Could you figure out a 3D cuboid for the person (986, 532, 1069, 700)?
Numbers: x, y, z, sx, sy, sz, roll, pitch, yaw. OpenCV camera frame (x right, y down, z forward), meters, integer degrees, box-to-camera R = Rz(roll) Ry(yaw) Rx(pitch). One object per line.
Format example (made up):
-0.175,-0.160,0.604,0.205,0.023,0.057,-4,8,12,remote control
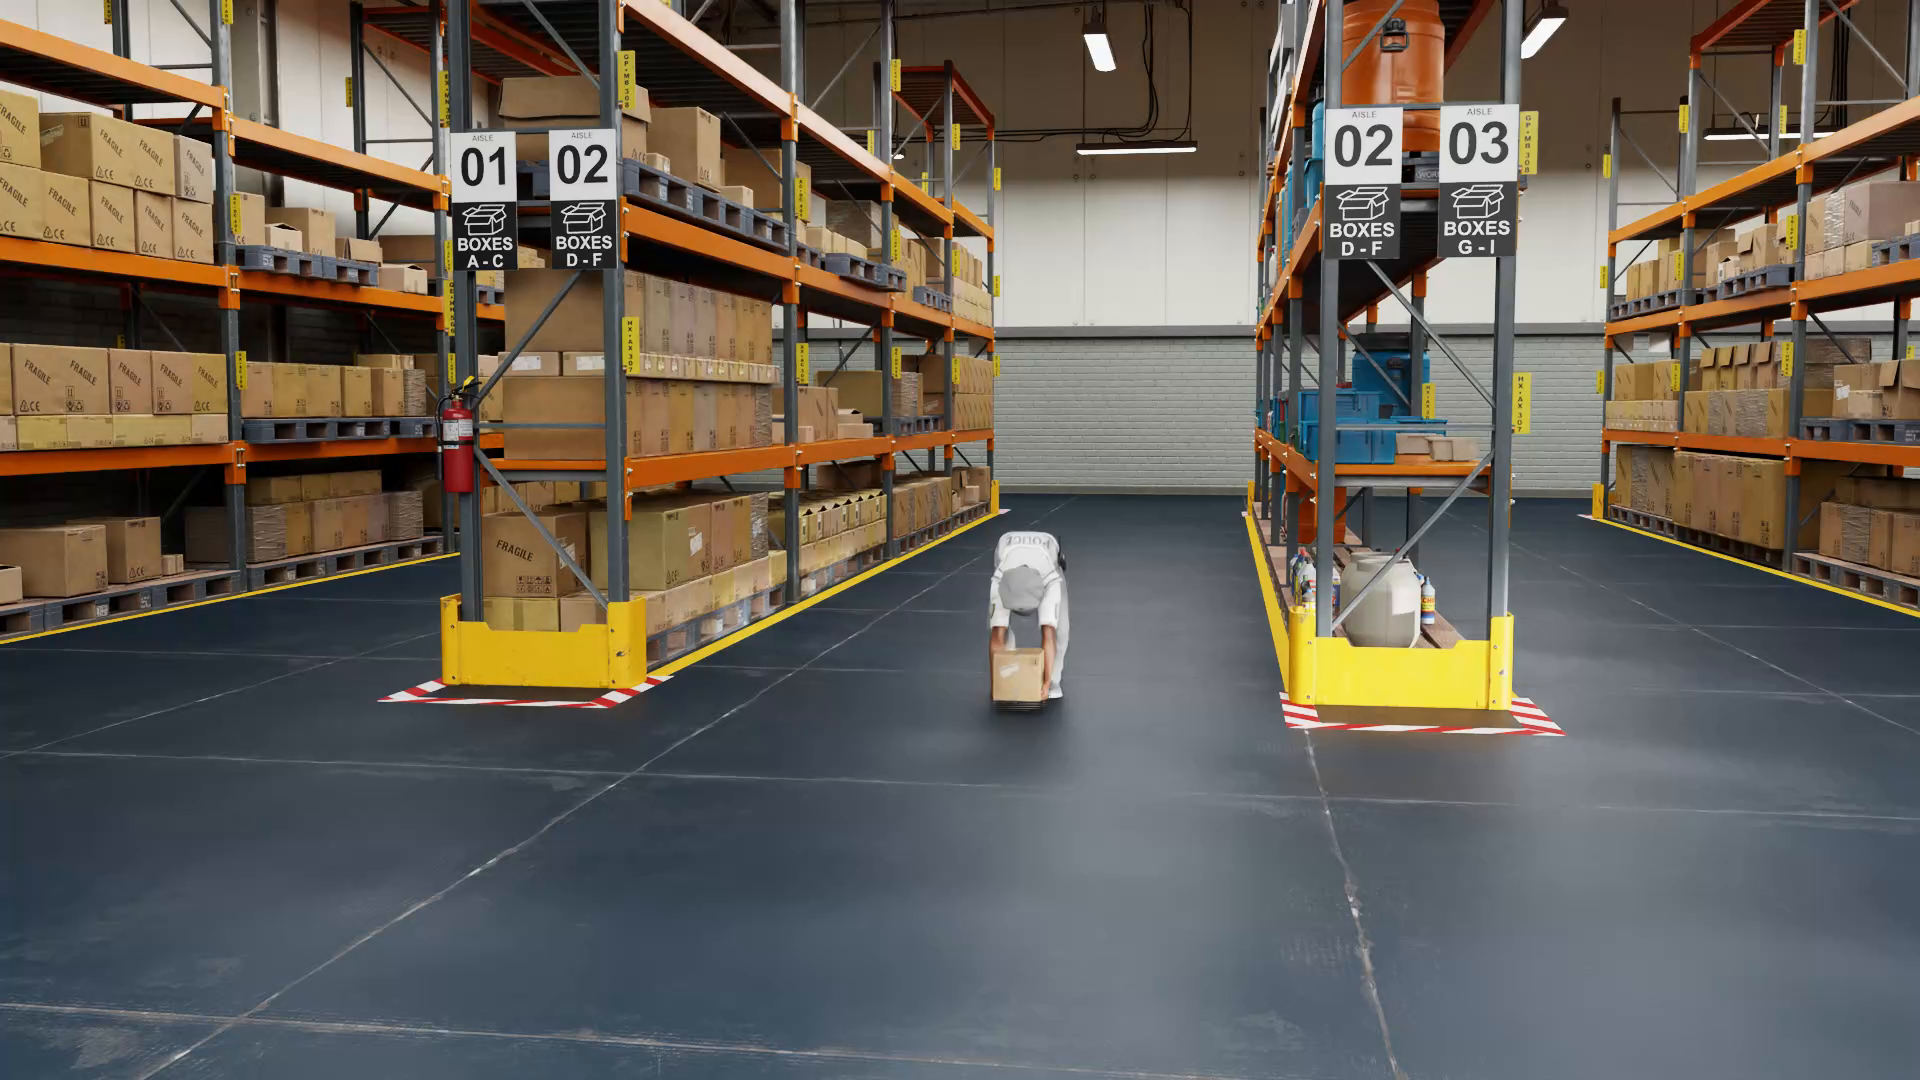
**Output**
0.373,0.431,9.170,0.456,0.922,0.907,0,5,6,person
